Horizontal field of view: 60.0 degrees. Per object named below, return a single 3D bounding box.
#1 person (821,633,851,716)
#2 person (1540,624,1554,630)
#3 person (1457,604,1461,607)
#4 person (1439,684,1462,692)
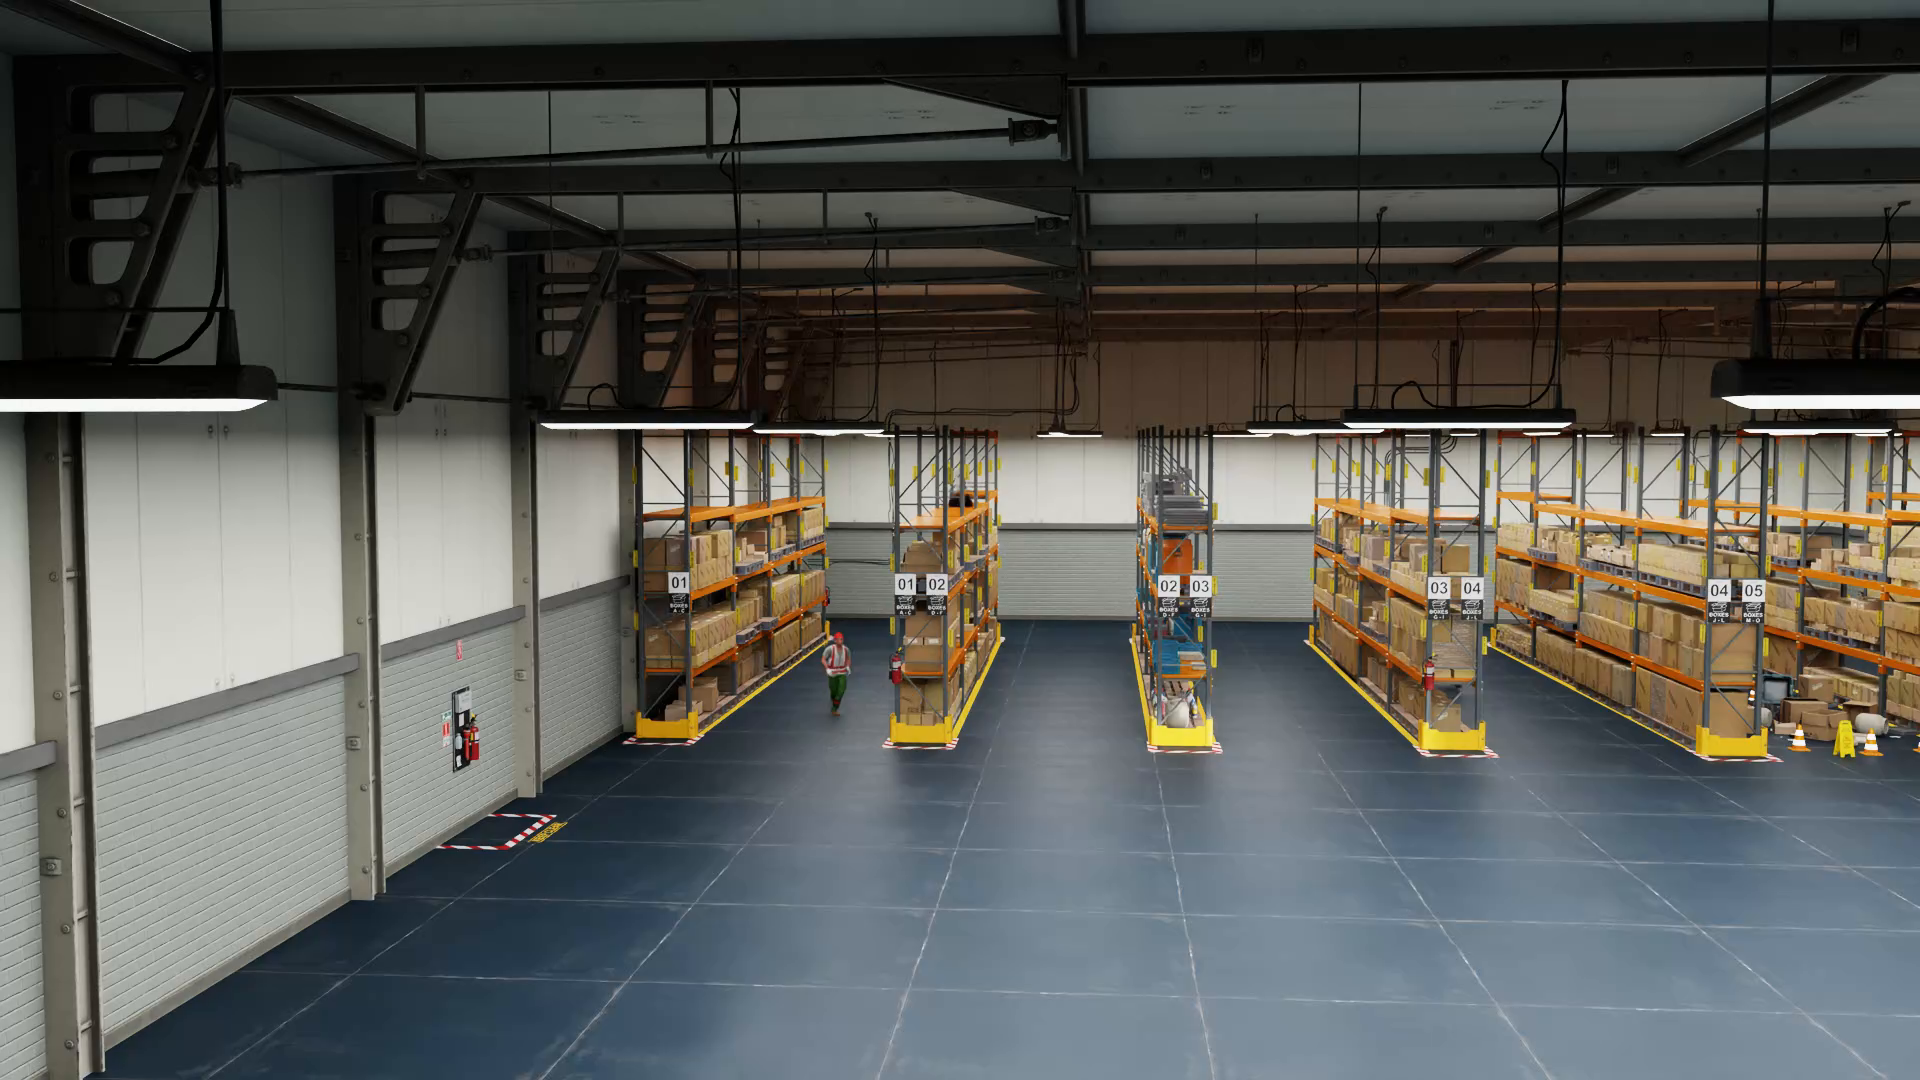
[{"bbox_3d":[-2.584,2.781,34.683,0.651,1.733,0.627,-1,4,-18],"label":"person"},{"bbox_3d":[16.557,2.090,46.711,0.570,1.674,0.707,3,4,39],"label":"person"},{"bbox_3d":[12.559,2.358,41.924,0.528,1.598,0.910,1,4,15],"label":"person"},{"bbox_3d":[11.342,2.566,37.893,0.755,1.748,0.716,0,3,8],"label":"person"}]
